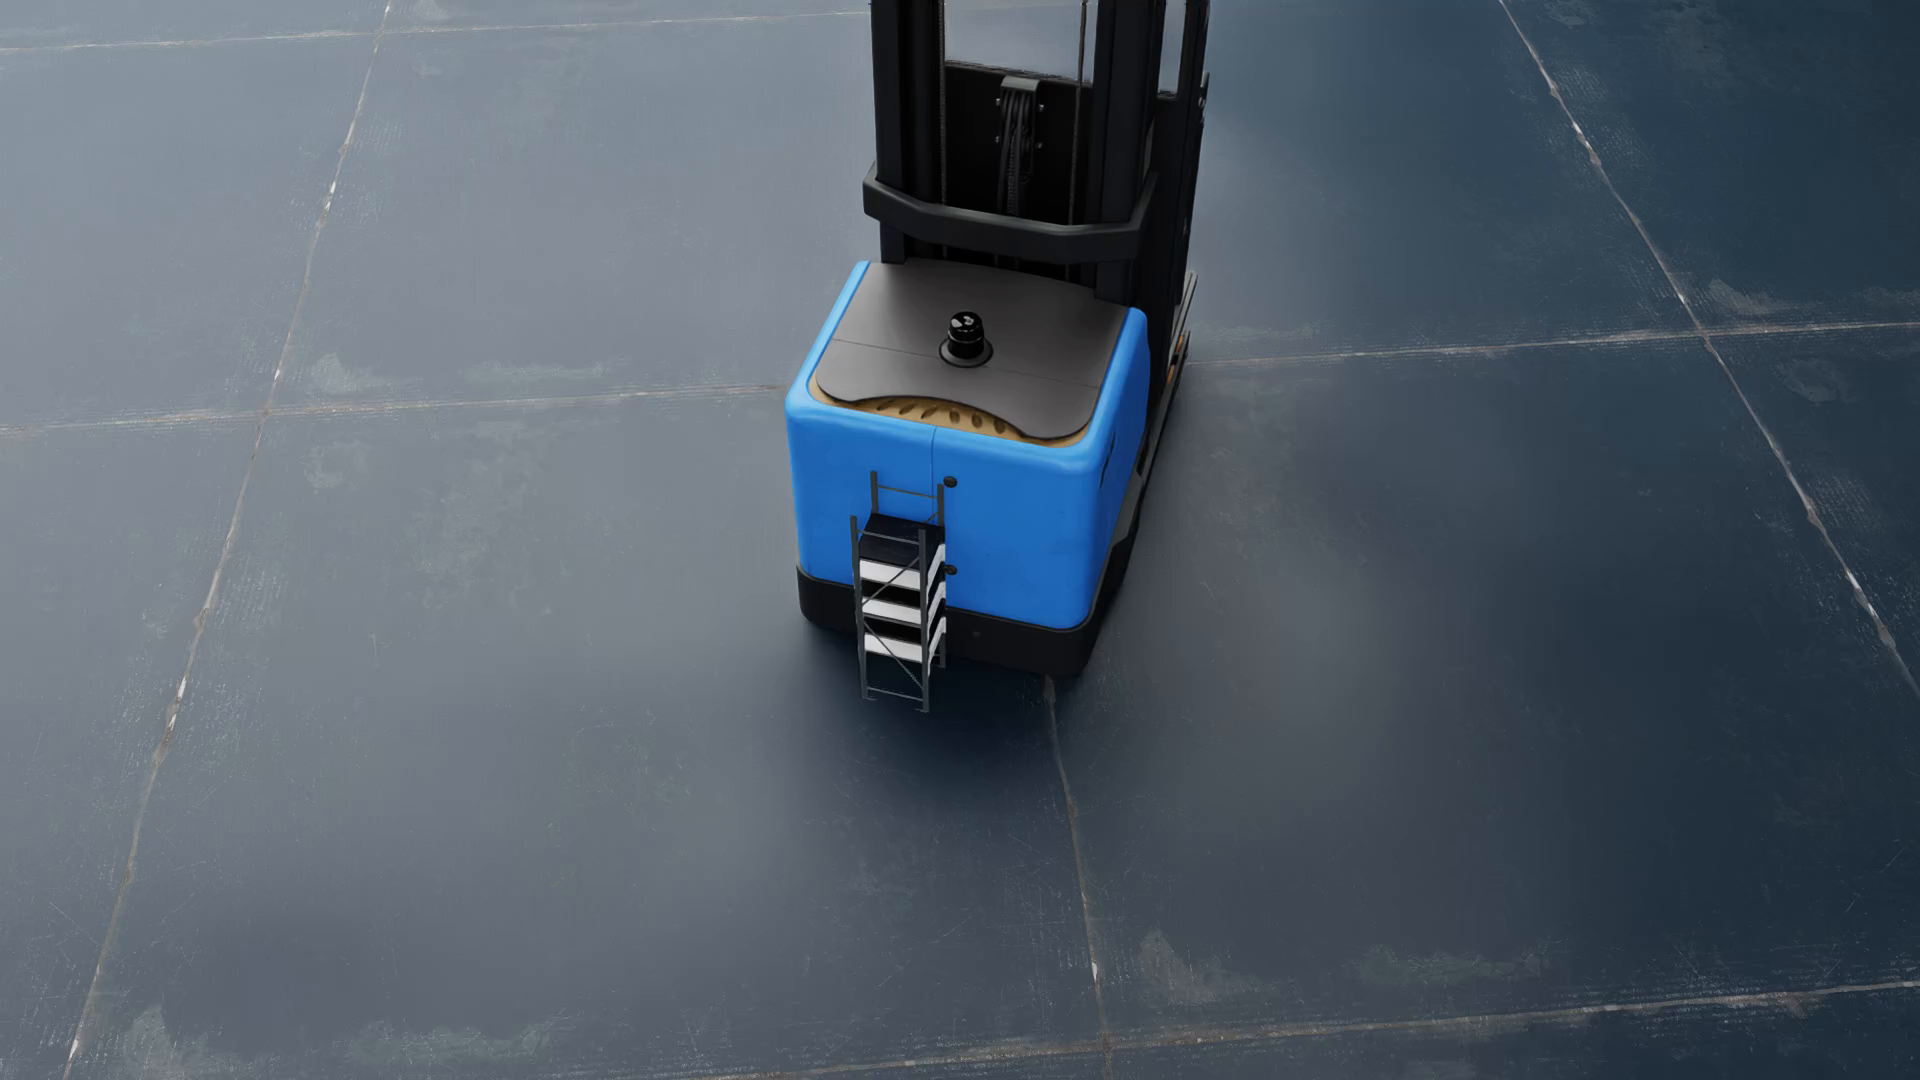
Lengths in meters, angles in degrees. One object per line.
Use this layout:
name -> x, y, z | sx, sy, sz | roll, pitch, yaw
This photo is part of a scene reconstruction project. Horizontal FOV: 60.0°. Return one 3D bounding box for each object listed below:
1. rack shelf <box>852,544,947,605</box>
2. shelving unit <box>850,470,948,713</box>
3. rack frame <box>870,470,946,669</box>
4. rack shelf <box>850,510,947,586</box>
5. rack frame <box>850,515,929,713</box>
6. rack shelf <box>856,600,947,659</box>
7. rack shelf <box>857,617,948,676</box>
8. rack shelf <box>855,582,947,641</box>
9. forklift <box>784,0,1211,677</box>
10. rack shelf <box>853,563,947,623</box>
rack shelf -> -0.193, 0.086, 5.347 | 0.258, 0.077, 0.200 | 12, 48, 11
shelving unit -> -0.193, 0.187, 5.453 | 0.258, 0.900, 0.210 | 12, 48, 11
rack frame -> -0.166, 0.116, 5.521 | 0.240, 0.900, 0.006 | 12, 48, 11
rack shelf -> -0.193, 0.024, 5.281 | 0.258, 0.077, 0.200 | 12, 48, 11
rack frame -> -0.221, 0.258, 5.386 | 0.240, 0.900, 0.006 | 12, 48, 11
rack shelf -> -0.193, 0.272, 5.543 | 0.258, 0.077, 0.200 | 12, 48, 11
rack shelf -> -0.193, 0.334, 5.608 | 0.258, 0.077, 0.200 | 12, 48, 11
rack shelf -> -0.193, 0.210, 5.477 | 0.258, 0.077, 0.200 | 12, 48, 11
forklift -> 0.322, -1.631, 5.776 | 1.130, 2.935, 3.031 | 12, 48, 11
rack shelf -> -0.193, 0.148, 5.412 | 0.258, 0.077, 0.200 | 12, 48, 11
